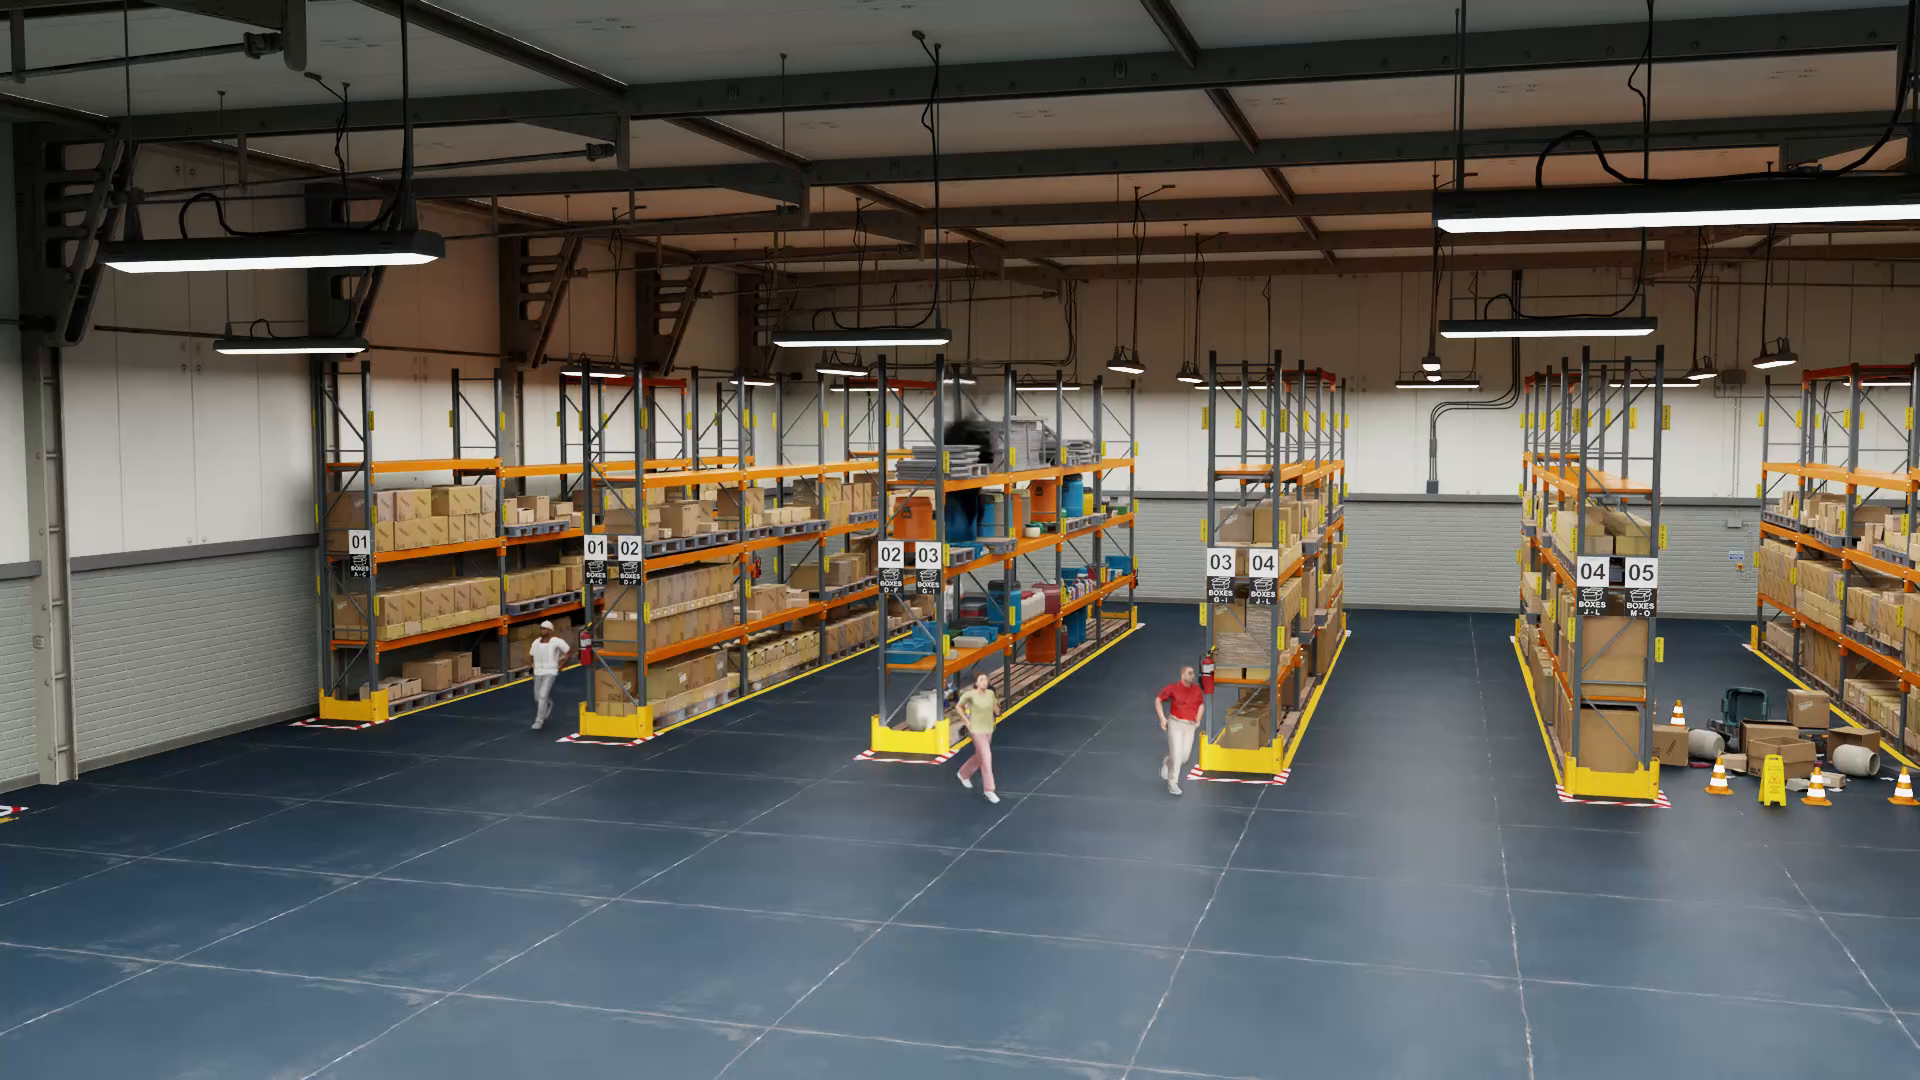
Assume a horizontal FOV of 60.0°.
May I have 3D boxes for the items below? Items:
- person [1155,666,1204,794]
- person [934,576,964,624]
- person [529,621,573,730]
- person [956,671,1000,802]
[{"bbox_3d":[3.016,2.556,22.707,0.705,1.683,0.775,-1,4,-19],"label":"person"},{"bbox_3d":[-0.235,1.516,35.919,0.674,1.802,0.957,0,4,5],"label":"person"},{"bbox_3d":[-6.804,2.199,27.226,0.715,1.712,0.931,1,4,17],"label":"person"},{"bbox_3d":[0.279,2.581,22.184,0.559,1.691,0.896,-3,5,-38],"label":"person"}]
